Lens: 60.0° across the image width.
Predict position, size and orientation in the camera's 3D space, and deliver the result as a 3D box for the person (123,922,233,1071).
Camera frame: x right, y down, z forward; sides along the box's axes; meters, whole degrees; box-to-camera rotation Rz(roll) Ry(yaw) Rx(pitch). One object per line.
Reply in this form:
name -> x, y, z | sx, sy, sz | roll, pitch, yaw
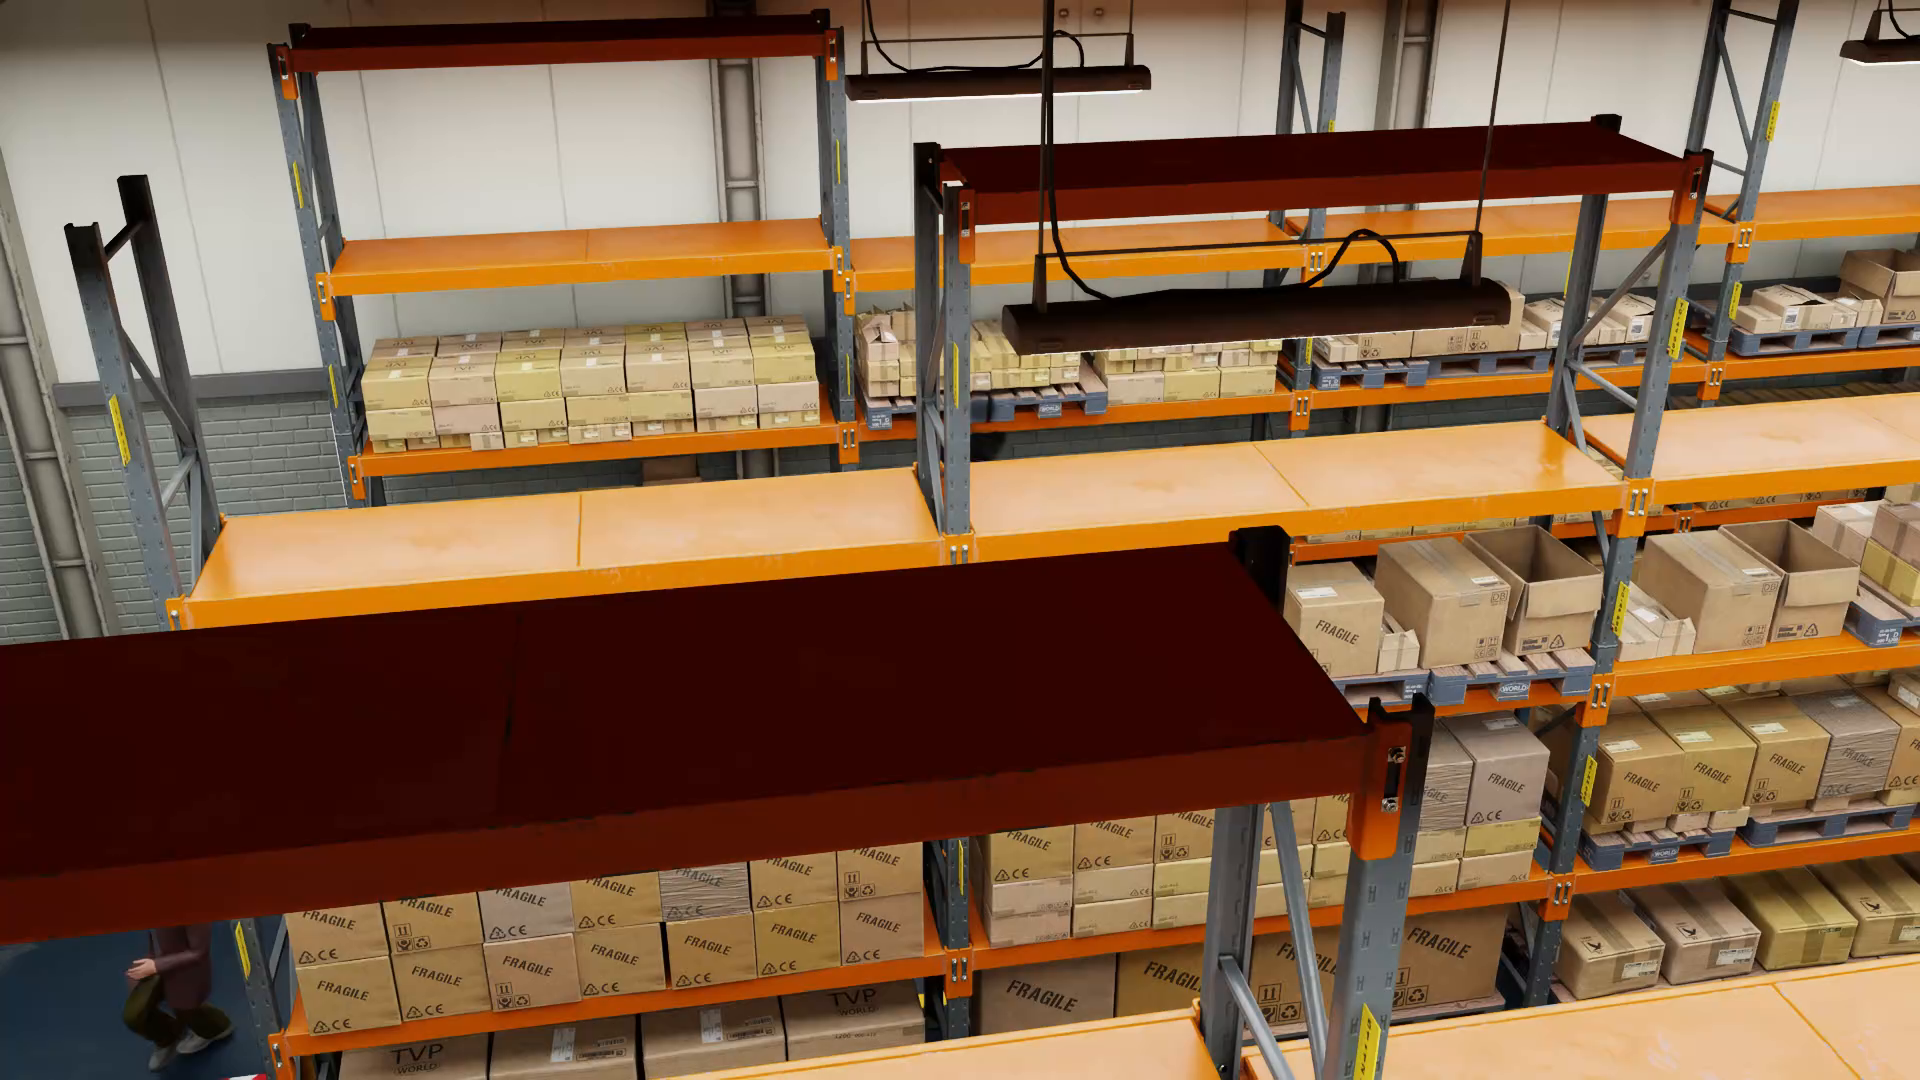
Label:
person -> -5.004, 2.726, 10.641 | 0.695, 1.714, 0.683 | 14, 29, 27
